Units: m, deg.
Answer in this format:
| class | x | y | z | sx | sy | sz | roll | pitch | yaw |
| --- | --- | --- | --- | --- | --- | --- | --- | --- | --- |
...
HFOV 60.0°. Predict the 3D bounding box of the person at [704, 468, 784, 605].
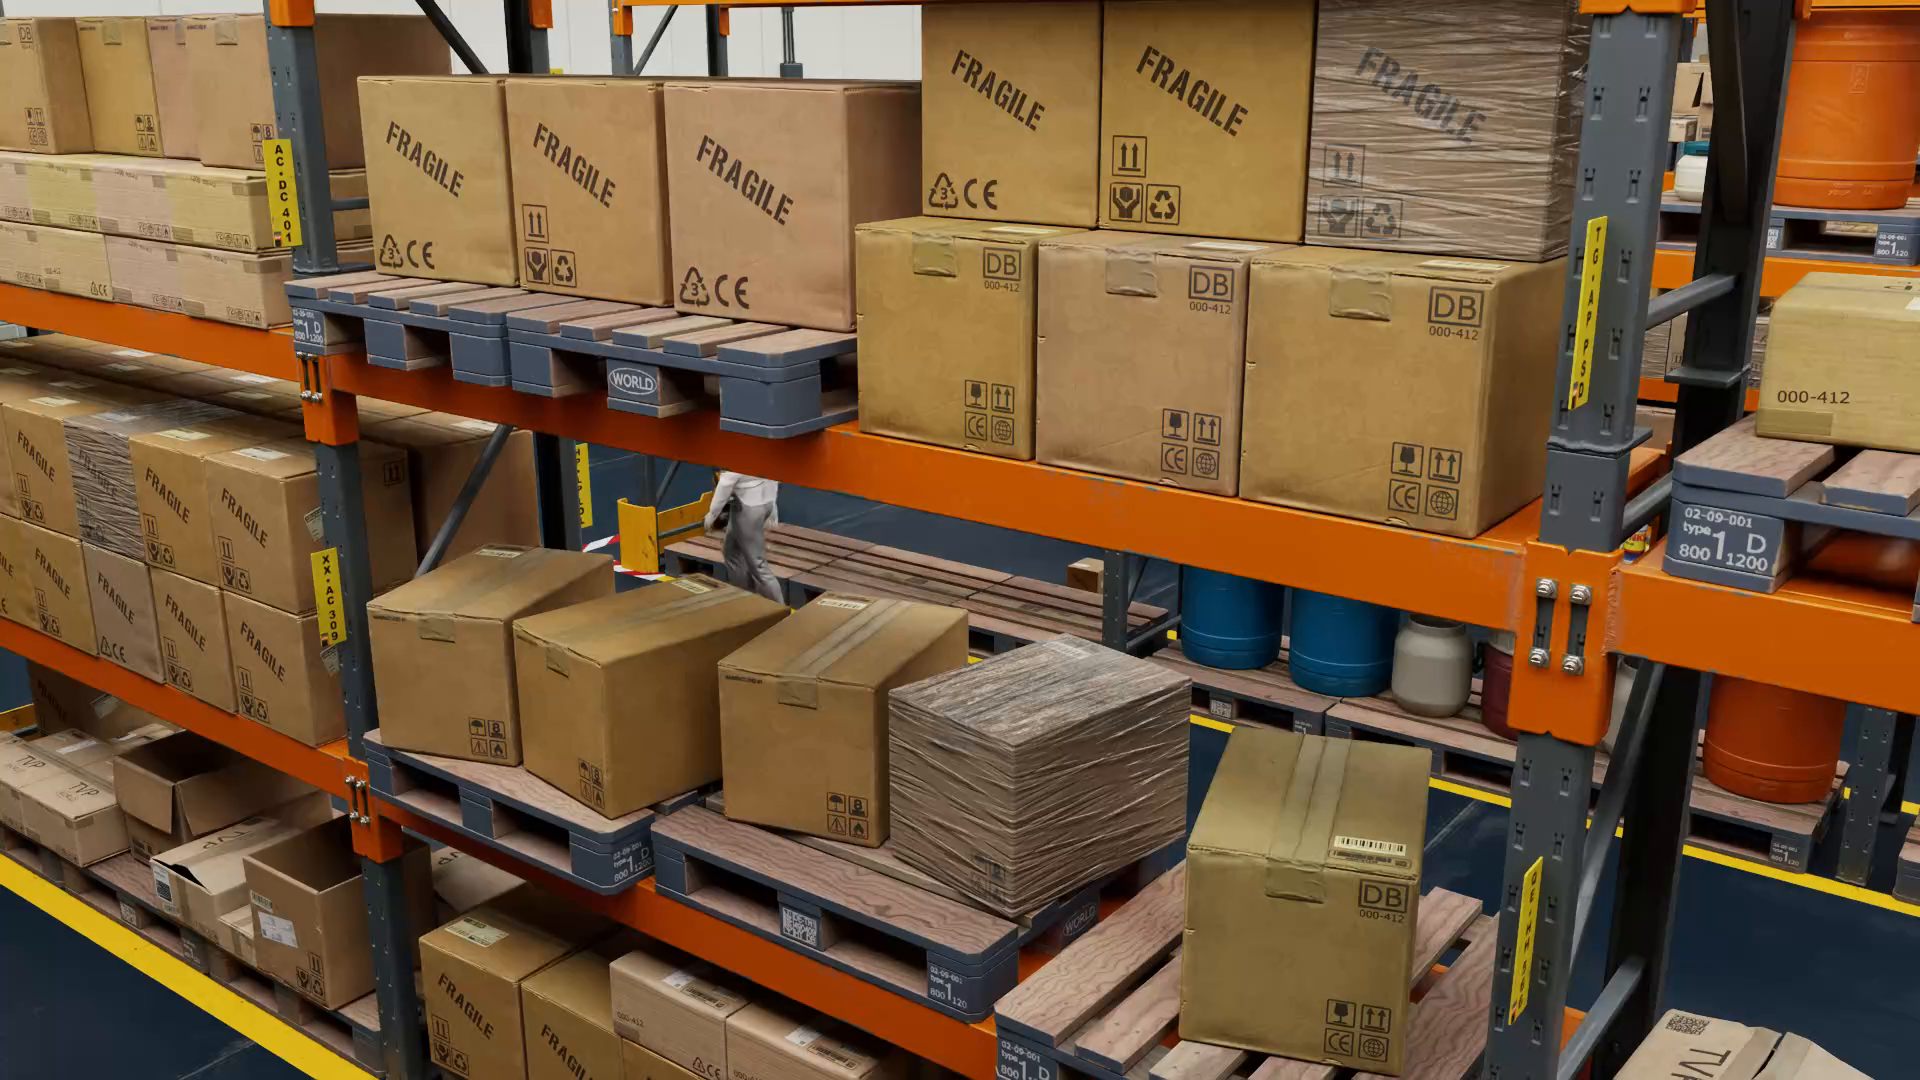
| class | x | y | z | sx | sy | sz | roll | pitch | yaw |
| --- | --- | --- | --- | --- | --- | --- | --- | --- | --- |
| person | -1.372 | -0.169 | 10.606 | 0.590 | 1.745 | 0.496 | 4 | 17 | 15 |
